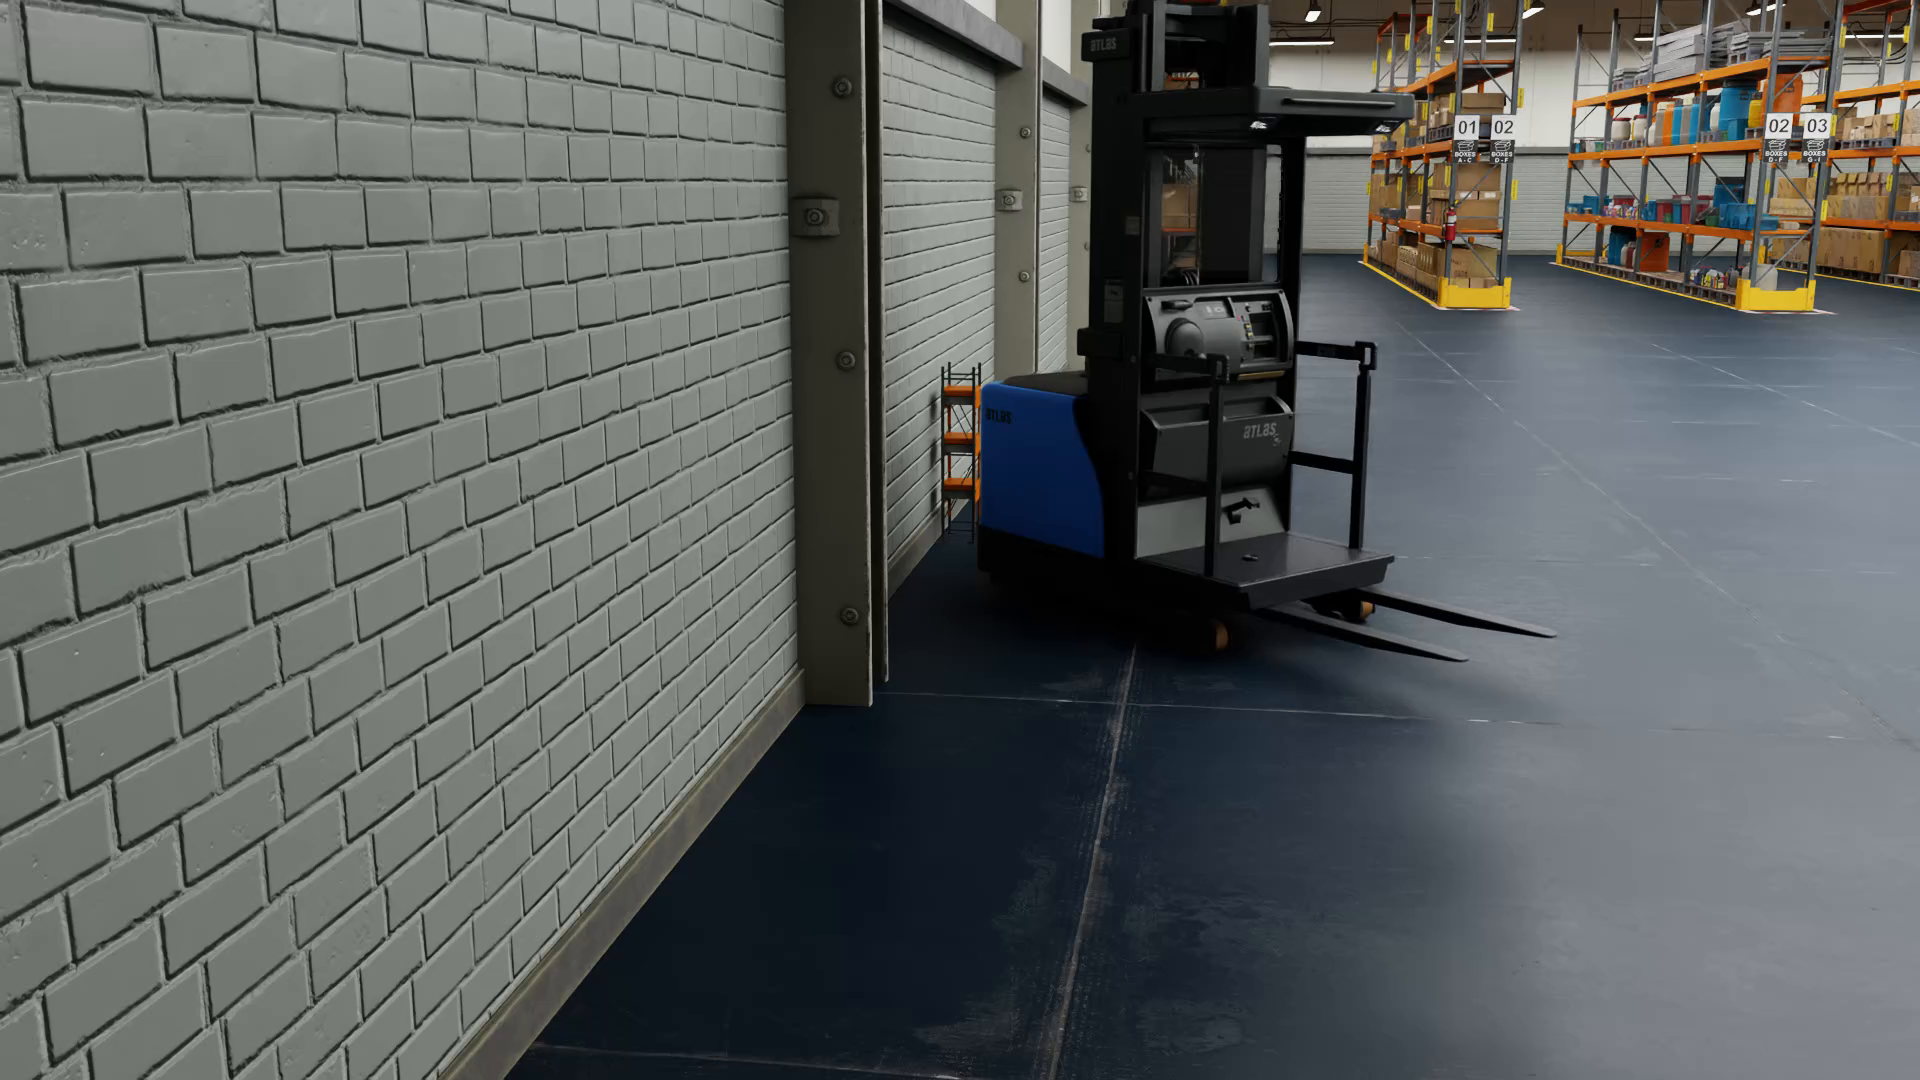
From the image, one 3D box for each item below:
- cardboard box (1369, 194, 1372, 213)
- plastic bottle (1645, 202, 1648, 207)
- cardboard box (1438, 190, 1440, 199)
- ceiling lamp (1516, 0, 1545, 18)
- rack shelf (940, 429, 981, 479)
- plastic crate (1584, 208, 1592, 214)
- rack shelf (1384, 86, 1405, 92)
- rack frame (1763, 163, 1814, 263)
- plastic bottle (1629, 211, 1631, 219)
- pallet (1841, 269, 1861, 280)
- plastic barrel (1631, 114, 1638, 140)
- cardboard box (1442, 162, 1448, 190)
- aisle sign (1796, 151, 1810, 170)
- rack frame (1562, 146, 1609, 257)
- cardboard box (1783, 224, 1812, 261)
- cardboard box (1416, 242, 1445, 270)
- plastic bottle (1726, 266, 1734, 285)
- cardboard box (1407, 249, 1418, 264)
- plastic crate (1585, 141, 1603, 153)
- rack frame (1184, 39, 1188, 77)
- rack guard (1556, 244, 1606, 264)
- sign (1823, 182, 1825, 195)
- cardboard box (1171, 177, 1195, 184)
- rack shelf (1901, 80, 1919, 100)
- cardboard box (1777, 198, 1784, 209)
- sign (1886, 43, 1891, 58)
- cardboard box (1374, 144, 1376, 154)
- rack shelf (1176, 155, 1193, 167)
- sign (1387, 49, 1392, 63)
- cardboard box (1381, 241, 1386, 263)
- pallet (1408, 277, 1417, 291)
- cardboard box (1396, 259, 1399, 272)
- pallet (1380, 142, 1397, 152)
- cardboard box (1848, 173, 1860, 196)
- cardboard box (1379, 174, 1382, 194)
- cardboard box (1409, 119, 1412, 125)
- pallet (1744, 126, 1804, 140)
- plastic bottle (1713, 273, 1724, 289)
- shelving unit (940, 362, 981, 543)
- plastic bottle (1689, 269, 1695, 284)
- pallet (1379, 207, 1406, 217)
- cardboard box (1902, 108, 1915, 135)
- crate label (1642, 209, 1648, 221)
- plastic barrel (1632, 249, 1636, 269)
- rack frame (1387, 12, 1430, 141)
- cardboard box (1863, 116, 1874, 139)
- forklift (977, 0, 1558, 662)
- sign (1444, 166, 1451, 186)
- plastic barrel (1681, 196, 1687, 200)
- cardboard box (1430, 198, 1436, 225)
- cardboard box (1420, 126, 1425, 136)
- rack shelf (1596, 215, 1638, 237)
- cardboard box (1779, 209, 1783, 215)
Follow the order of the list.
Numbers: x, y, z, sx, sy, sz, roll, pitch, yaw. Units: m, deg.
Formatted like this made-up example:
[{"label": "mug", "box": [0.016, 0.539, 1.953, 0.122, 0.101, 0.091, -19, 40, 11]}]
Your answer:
[{"label": "cardboard box", "box": [10.974, -8.788, 43.412, 0.500, 0.500, 0.500, 2, 12, 10]}, {"label": "plastic bottle", "box": [15.735, -7.564, 38.089, 0.144, 0.351, 0.185, 2, 12, 9]}, {"label": "cardboard box", "box": [9.030, -6.372, 30.665, 0.380, 0.149, 0.250, 2, 12, 7]}, {"label": "ceiling lamp", "box": [13.228, -13.514, 37.485, 0.800, 3.185, 2.000, 2, 12, 9]}, {"label": "rack shelf", "box": [0.008, -0.514, 9.937, 0.215, 0.259, 0.240, 2, 12, 9]}, {"label": "plastic crate", "box": [15.552, -8.101, 40.948, 0.293, 0.136, 0.466, 2, 12, 9]}, {"label": "rack shelf", "box": [10.995, -10.986, 41.324, 1.077, 0.370, 4.000, 2, 12, 9]}, {"label": "rack frame", "box": [21.090, -8.501, 42.318, 1.000, 3.000, 0.127, 2, 12, 9]}, {"label": "plastic bottle", "box": [14.723, -7.129, 36.425, 0.097, 0.201, 0.097, 0, 12, 0]}, {"label": "pallet", "box": [20.246, -5.887, 36.810, 1.003, 0.211, 1.213, 2, 12, 9]}, {"label": "plastic barrel", "box": [15.641, -9.396, 37.907, 0.600, 0.588, 0.600, 0, 12, 0]}, {"label": "cardboard box", "box": [9.163, -6.602, 30.189, 0.700, 0.500, 0.500, 2, 12, 9]}, {"label": "aisle sign", "box": [21.398, -9.777, 42.069, 0.394, 0.787, 0.004, 2, 12, 9]}, {"label": "rack frame", "box": [16.196, -8.661, 43.063, 1.000, 3.000, 0.127, 2, 12, 9]}, {"label": "cardboard box", "box": [20.931, -7.342, 40.989, 0.875, 0.875, 0.875, 2, 12, 9]}, {"label": "cardboard box", "box": [9.076, -5.466, 31.986, 0.500, 0.500, 0.500, 2, 12, 9]}, {"label": "plastic bottle", "box": [14.394, -4.945, 31.061, 0.144, 0.351, 0.185, 2, 12, 9]}, {"label": "cardboard box", "box": [9.389, -5.766, 33.826, 0.500, 0.311, 0.500, 2, 12, 8]}, {"label": "plastic crate", "box": [15.550, -9.618, 40.665, 0.437, 0.282, 0.530, 2, 12, 9]}, {"label": "rack frame", "box": [6.407, -11.915, 43.920, 1.000, 3.000, 0.127, 2, 12, 9]}, {"label": "rack guard", "box": [16.187, -7.445, 43.351, 1.175, 0.500, 0.348, 2, 12, 9]}, {"label": "sign", "box": [19.926, -8.148, 38.437, 0.100, 0.325, 0.005, 2, 12, 9]}, {"label": "cardboard box", "box": [4.990, -7.990, 37.179, 0.500, 0.250, 0.500, 2, 12, 10]}, {"label": "rack shelf", "box": [19.552, -8.805, 32.145, 1.077, 0.370, 4.000, 2, 12, 9]}, {"label": "cardboard box", "box": [20.676, -8.373, 41.377, 0.500, 0.250, 0.500, 2, 12, 8]}, {"label": "sign", "box": [21.013, -11.081, 37.646, 0.100, 0.325, 0.005, 2, 12, 9]}, {"label": "cardboard box", "box": [10.882, -10.013, 42.572, 0.500, 0.250, 0.500, 2, 12, 9]}, {"label": "rack shelf", "box": [5.484, -8.848, 38.517, 1.077, 0.370, 4.000, 2, 12, 9]}, {"label": "sign", "box": [10.154, -11.439, 39.308, 0.100, 0.325, 0.005, 2, 12, 9]}, {"label": "cardboard box", "box": [10.372, -6.890, 39.734, 0.500, 0.500, 0.500, 1, 12, 6]}, {"label": "pallet", "box": [9.532, -5.116, 33.231, 1.003, 0.211, 1.213, 2, 12, 9]}, {"label": "cardboard box", "box": [9.701, -5.919, 35.868, 0.500, 0.250, 0.500, 2, 12, 8]}, {"label": "pallet", "box": [10.518, -9.231, 39.032, 1.213, 0.211, 1.003, 2, 12, 9]}, {"label": "cardboard box", "box": [20.268, -7.932, 37.059, 0.797, 0.503, 0.637, 2, 12, 9]}, {"label": "cardboard box", "box": [10.585, -8.748, 40.854, 0.500, 0.500, 0.500, 2, 12, 8]}, {"label": "cardboard box", "box": [10.302, -9.464, 37.058, 0.500, 0.500, 0.500, 2, 12, 9]}, {"label": "pallet", "box": [13.959, -6.874, 28.096, 1.003, 0.211, 1.213, 2, 12, 9]}, {"label": "plastic bottle", "box": [13.651, -4.662, 29.928, 0.152, 0.276, 0.135, 2, 12, 9]}, {"label": "shelving unit", "box": [0.008, -0.524, 9.934, 0.215, 1.050, 0.252, 2, 12, 9]}, {"label": "plastic bottle", "box": [13.868, -4.992, 31.471, 0.097, 0.271, 0.097, 0, 12, 0]}, {"label": "pallet", "box": [10.456, -7.733, 39.212, 1.003, 0.211, 1.213, 2, 12, 9]}, {"label": "cardboard box", "box": [19.533, -8.506, 33.796, 0.500, 0.500, 0.500, 2, 12, 9]}, {"label": "crate label", "box": [14.531, -6.839, 35.003, 0.303, 0.233, 0.416, 2, 12, 9]}, {"label": "plastic barrel", "box": [15.023, -6.208, 36.587, 0.421, 0.512, 0.421, 0, 12, 0]}, {"label": "rack frame", "box": [10.687, -10.923, 39.316, 1.000, 3.000, 0.127, 2, 12, 9]}, {"label": "cardboard box", "box": [20.153, -8.983, 36.196, 0.797, 0.503, 0.637, 2, 12, 8]}, {"label": "forklift", "box": [1.376, -1.027, 7.800, 1.130, 2.935, 3.031, -9, 15, -36]}, {"label": "sign", "box": [8.308, -6.194, 28.305, 0.100, 0.325, 0.005, 2, 12, 9]}, {"label": "plastic barrel", "box": [15.019, -6.830, 34.298, 0.421, 0.512, 0.421, 0, 12, 0]}, {"label": "cardboard box", "box": [9.395, -6.281, 31.780, 0.700, 0.500, 0.500, 2, 12, 7]}, {"label": "cardboard box", "box": [10.058, -8.659, 35.293, 0.500, 0.250, 0.500, 1, 12, 4]}, {"label": "rack shelf", "box": [15.273, -7.061, 37.343, 1.077, 0.370, 4.000, 2, 12, 9]}, {"label": "cardboard box", "box": [20.594, -8.154, 41.304, 0.380, 0.149, 0.250, 2, 12, 8]}]
